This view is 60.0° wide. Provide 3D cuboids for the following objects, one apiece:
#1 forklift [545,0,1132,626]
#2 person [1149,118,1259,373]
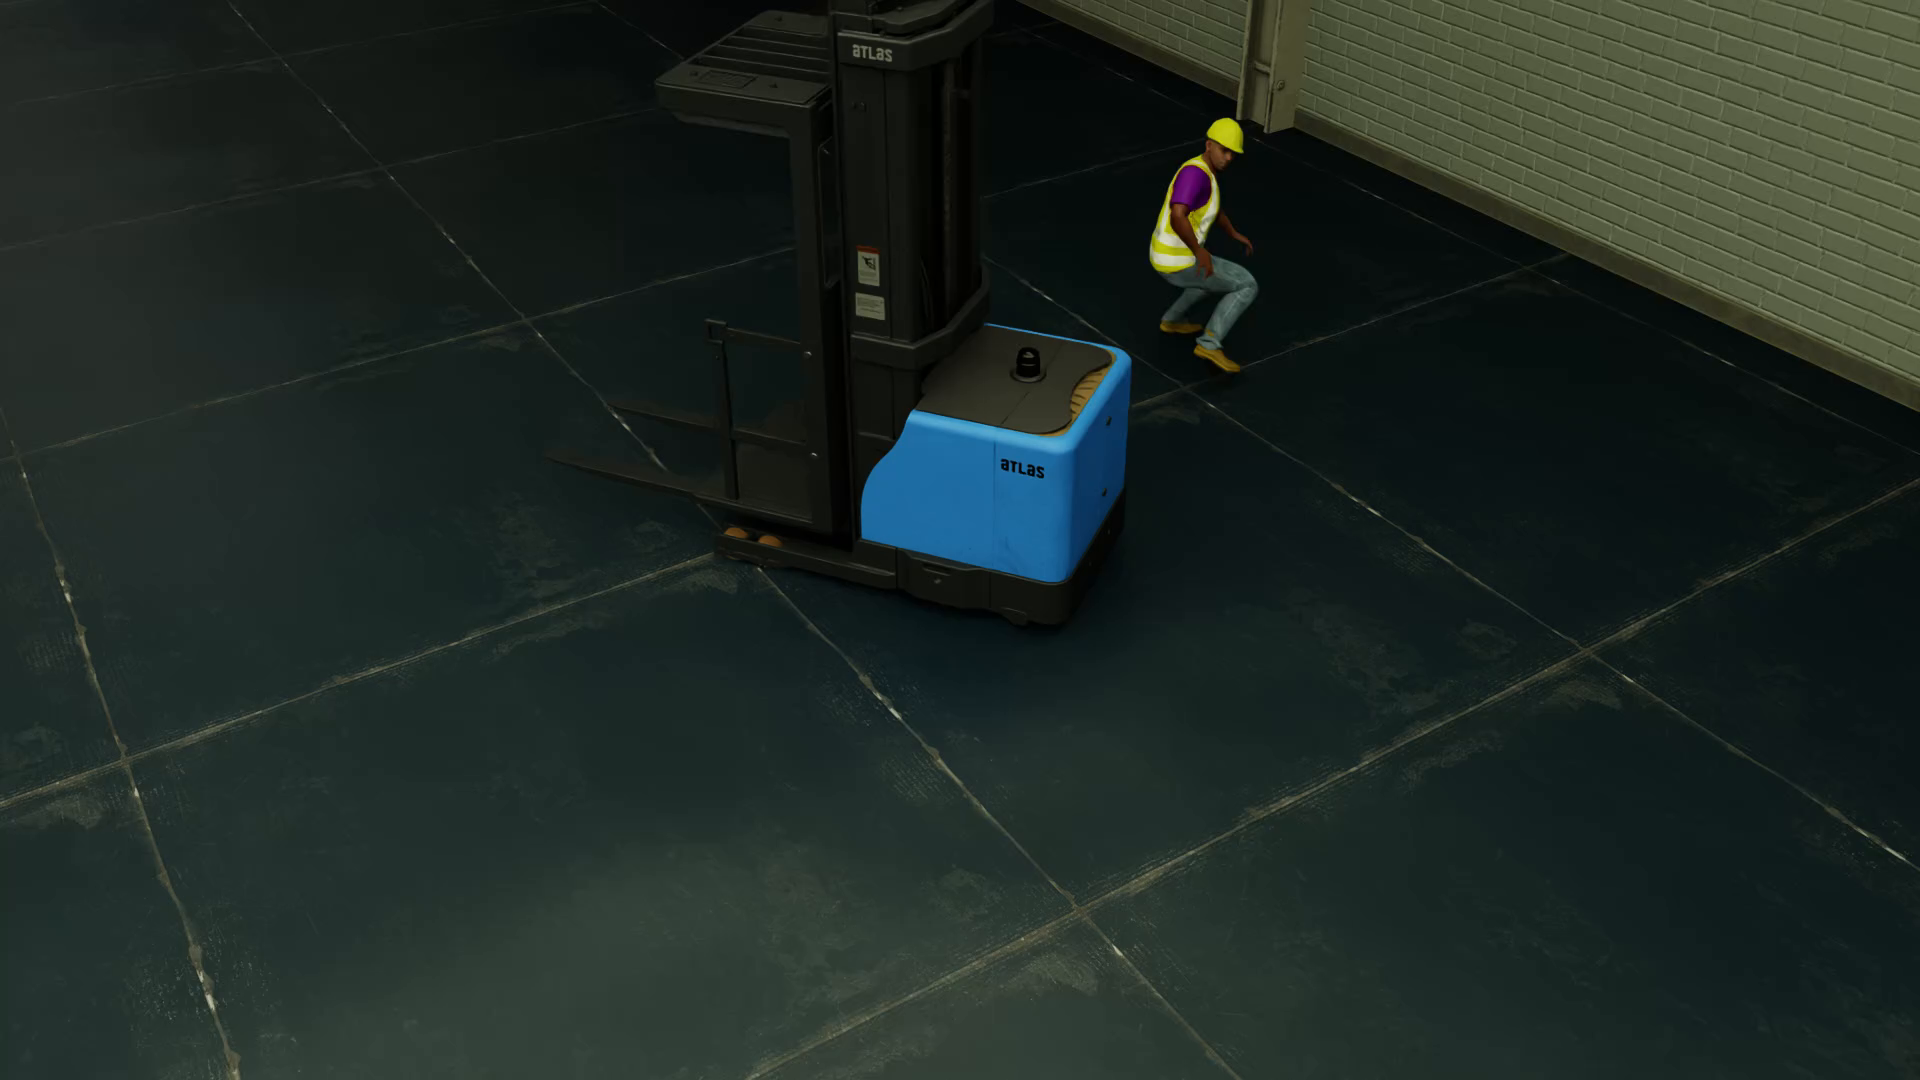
[{"bbox_3d":[-0.712,-1.322,8.029,3.031,2.935,1.130,13,37,18],"label":"forklift"},{"bbox_3d":[1.473,-1.742,9.917,0.682,1.527,0.836,1,35,1],"label":"person"}]
